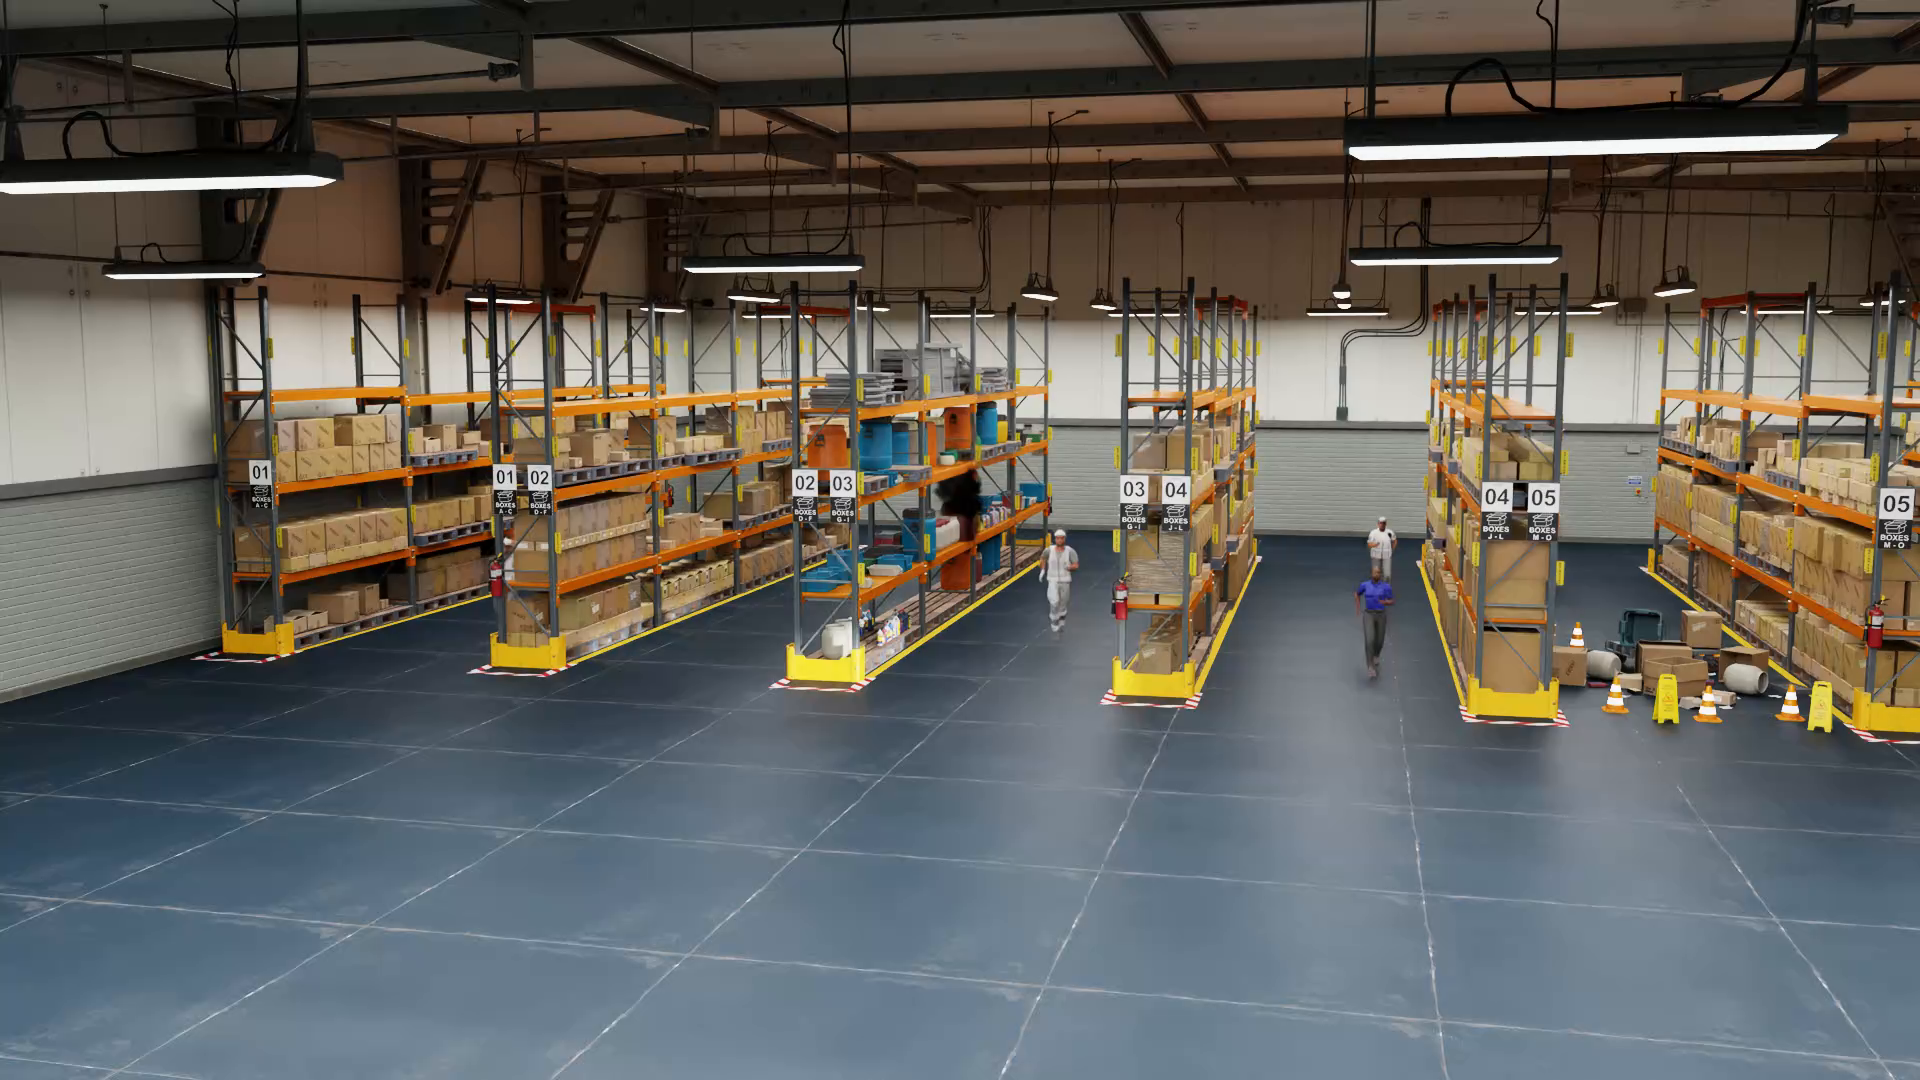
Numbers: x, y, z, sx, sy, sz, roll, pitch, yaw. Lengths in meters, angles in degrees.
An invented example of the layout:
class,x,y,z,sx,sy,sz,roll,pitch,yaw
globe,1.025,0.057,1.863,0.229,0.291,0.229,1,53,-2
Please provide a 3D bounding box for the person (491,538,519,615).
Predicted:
class,x,y,z,sx,sy,sz,roll,pitch,yaw
person,-7.946,0.819,29.008,0.646,1.723,0.609,1,7,9

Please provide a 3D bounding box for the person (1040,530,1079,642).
class,x,y,z,sx,sy,sz,roll,pitch,yaw
person,1.651,0.740,27.705,0.643,1.844,0.868,0,7,0

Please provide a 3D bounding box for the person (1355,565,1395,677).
class,x,y,z,sx,sy,sz,roll,pitch,yaw
person,6.403,1.216,25.671,0.572,1.654,0.902,1,7,7

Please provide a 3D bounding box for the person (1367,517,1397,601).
class,x,y,z,sx,sy,sz,roll,pitch,yaw
person,8.363,0.402,32.973,0.584,1.725,0.698,1,7,13
